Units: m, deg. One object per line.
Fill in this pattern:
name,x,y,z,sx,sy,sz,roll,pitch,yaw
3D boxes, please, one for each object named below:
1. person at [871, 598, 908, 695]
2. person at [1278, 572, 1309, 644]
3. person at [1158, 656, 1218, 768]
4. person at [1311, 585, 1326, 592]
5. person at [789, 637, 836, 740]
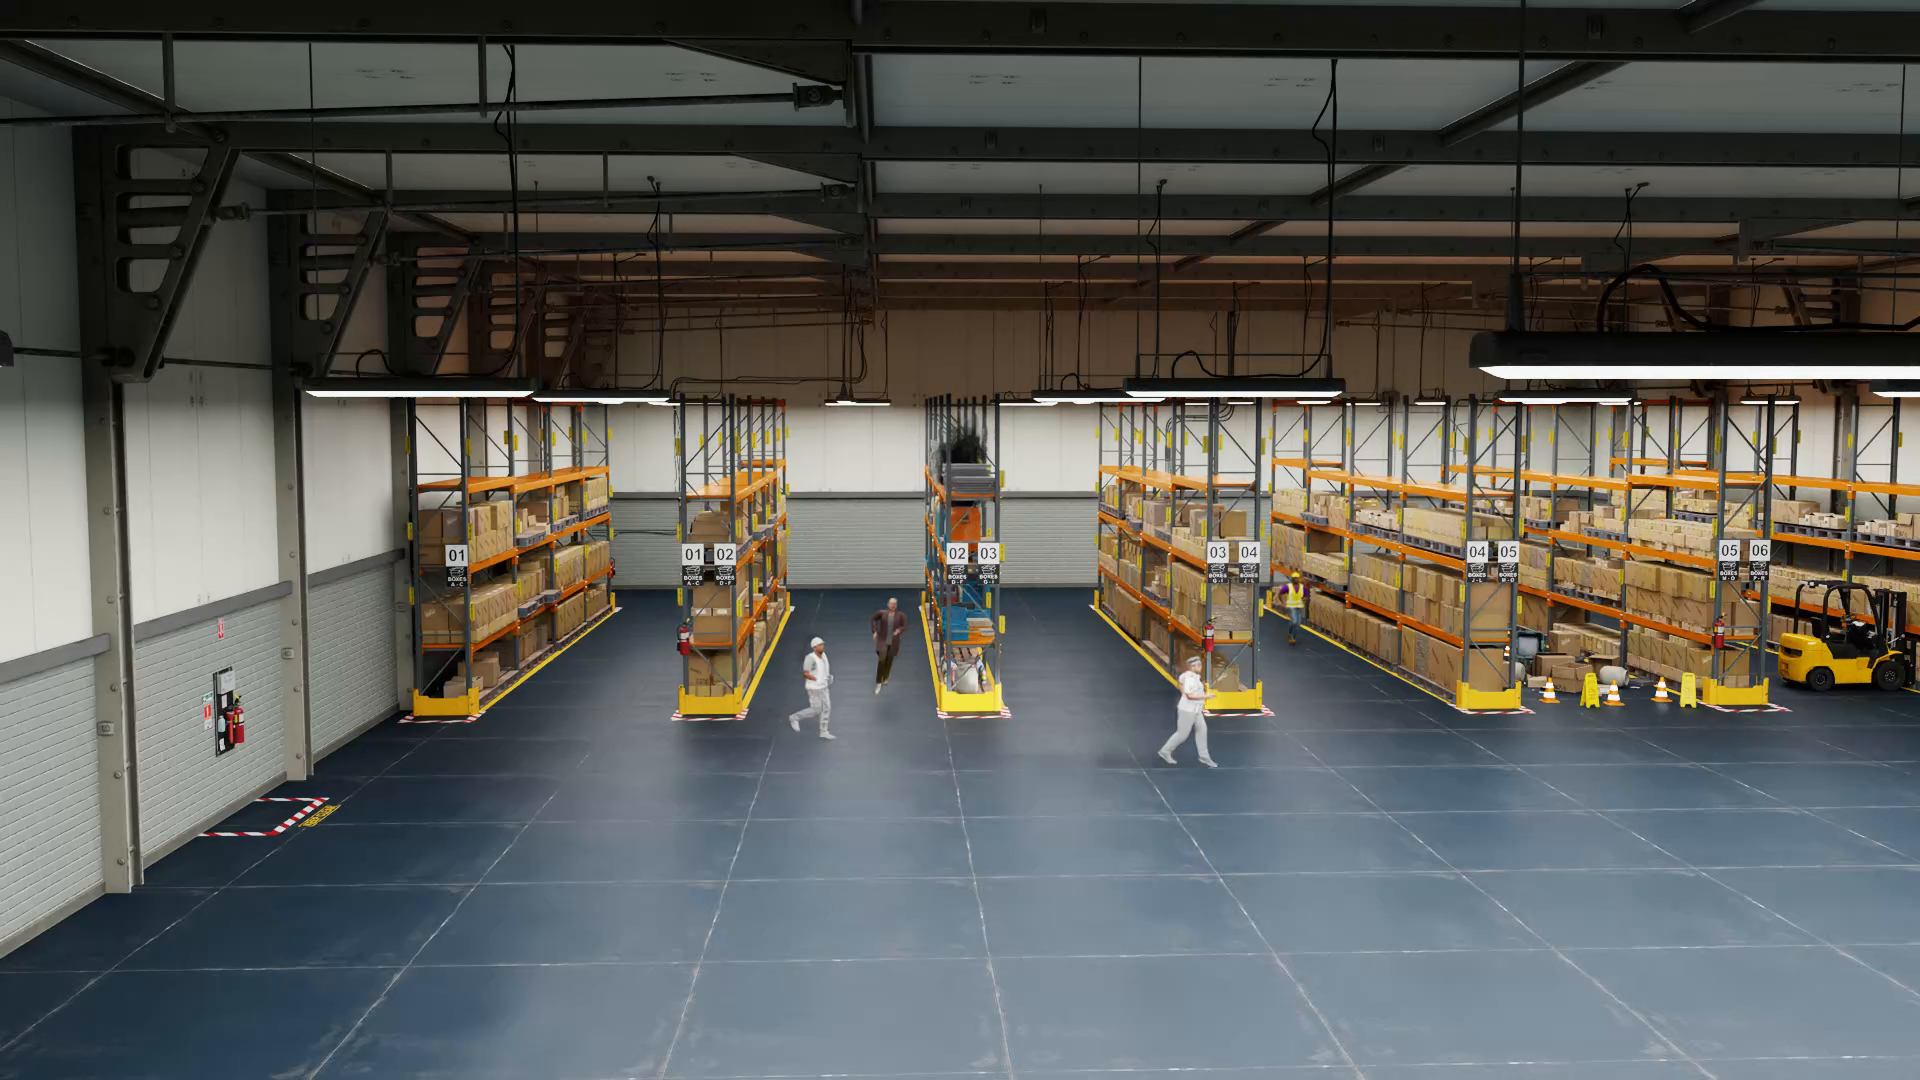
person,-1.364,2.038,32.263,0.693,1.849,0.826,-1,5,-9
person,8.126,1.657,40.298,0.676,1.742,0.673,-1,5,-9
person,3.651,2.734,26.549,0.937,1.798,0.621,1,5,18
person,10.584,1.044,48.942,0.681,1.701,0.593,-2,5,-25
person,-2.528,2.570,28.920,0.840,1.773,0.688,2,5,24
